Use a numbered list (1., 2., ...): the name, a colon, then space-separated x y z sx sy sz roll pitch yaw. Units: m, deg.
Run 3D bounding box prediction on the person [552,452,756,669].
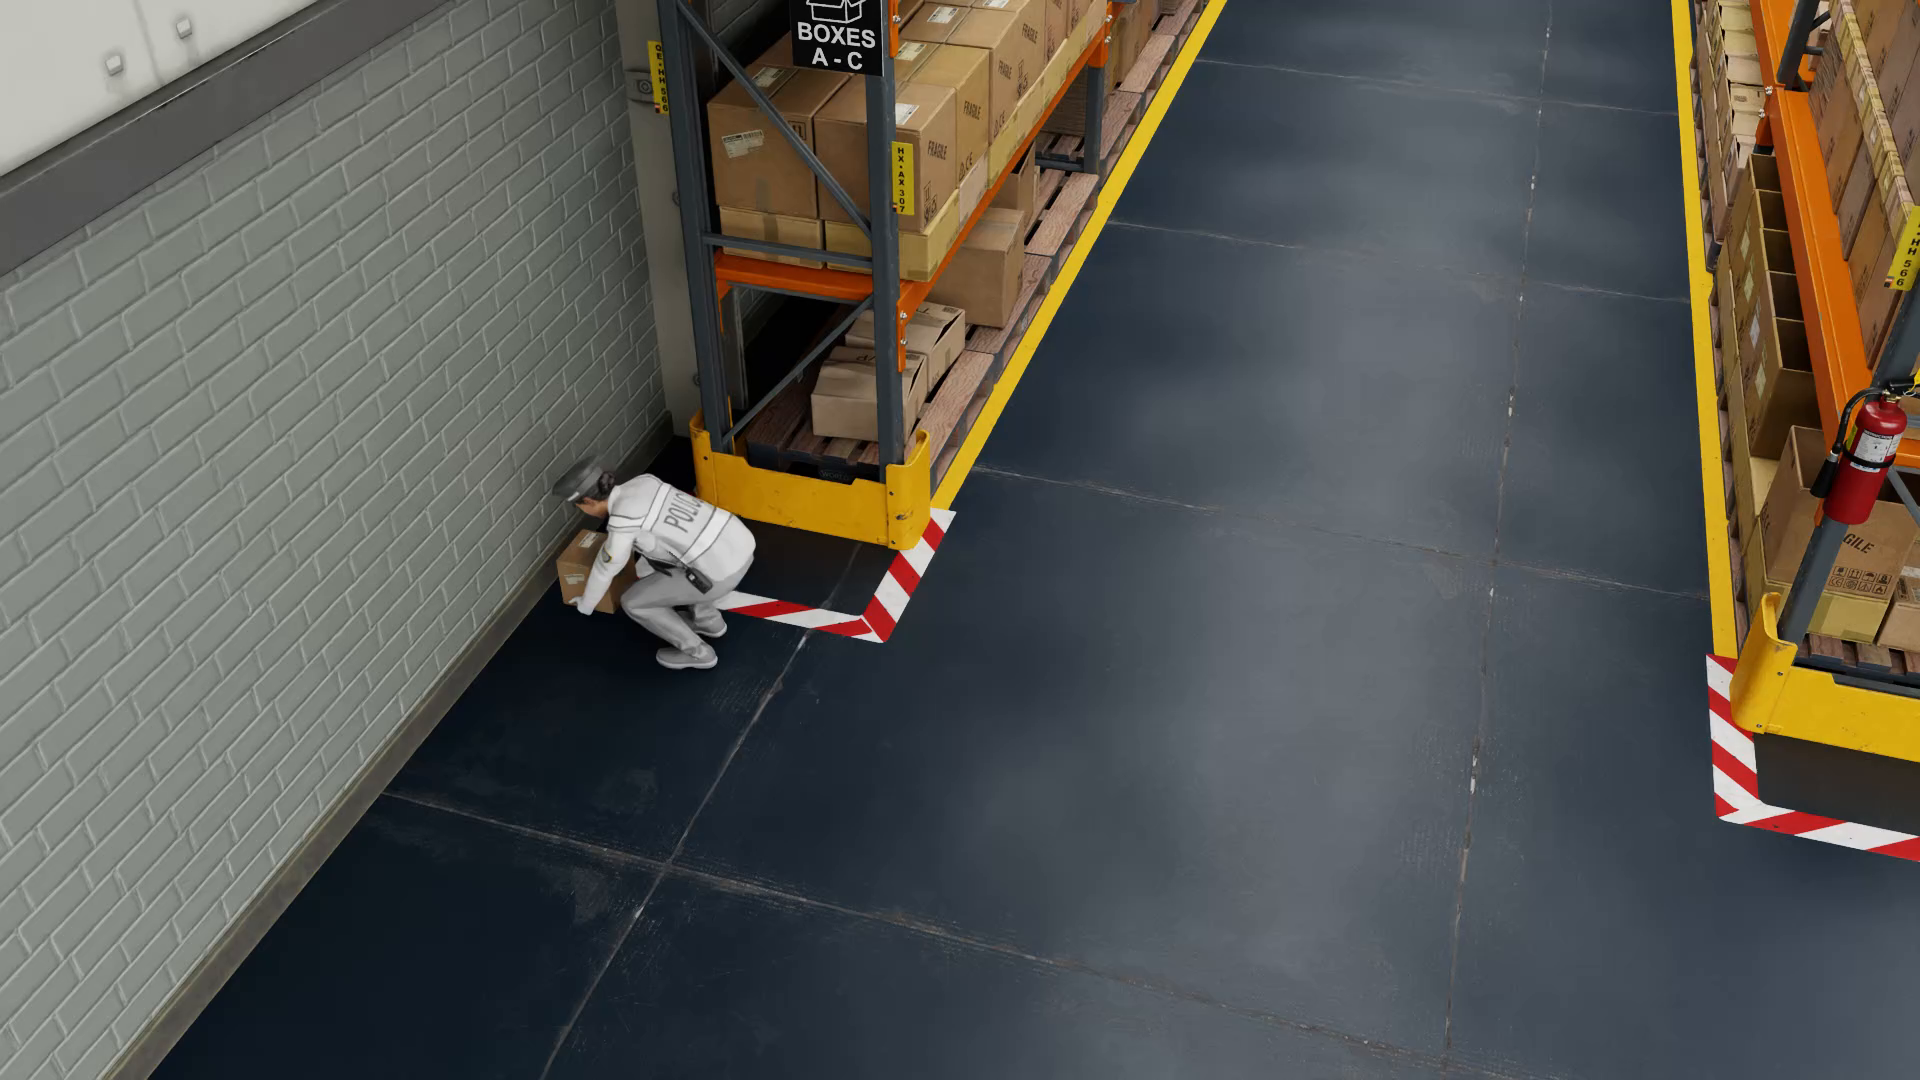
1. person: -1.339 0.076 7.361 0.848 0.985 0.453 10 38 13
